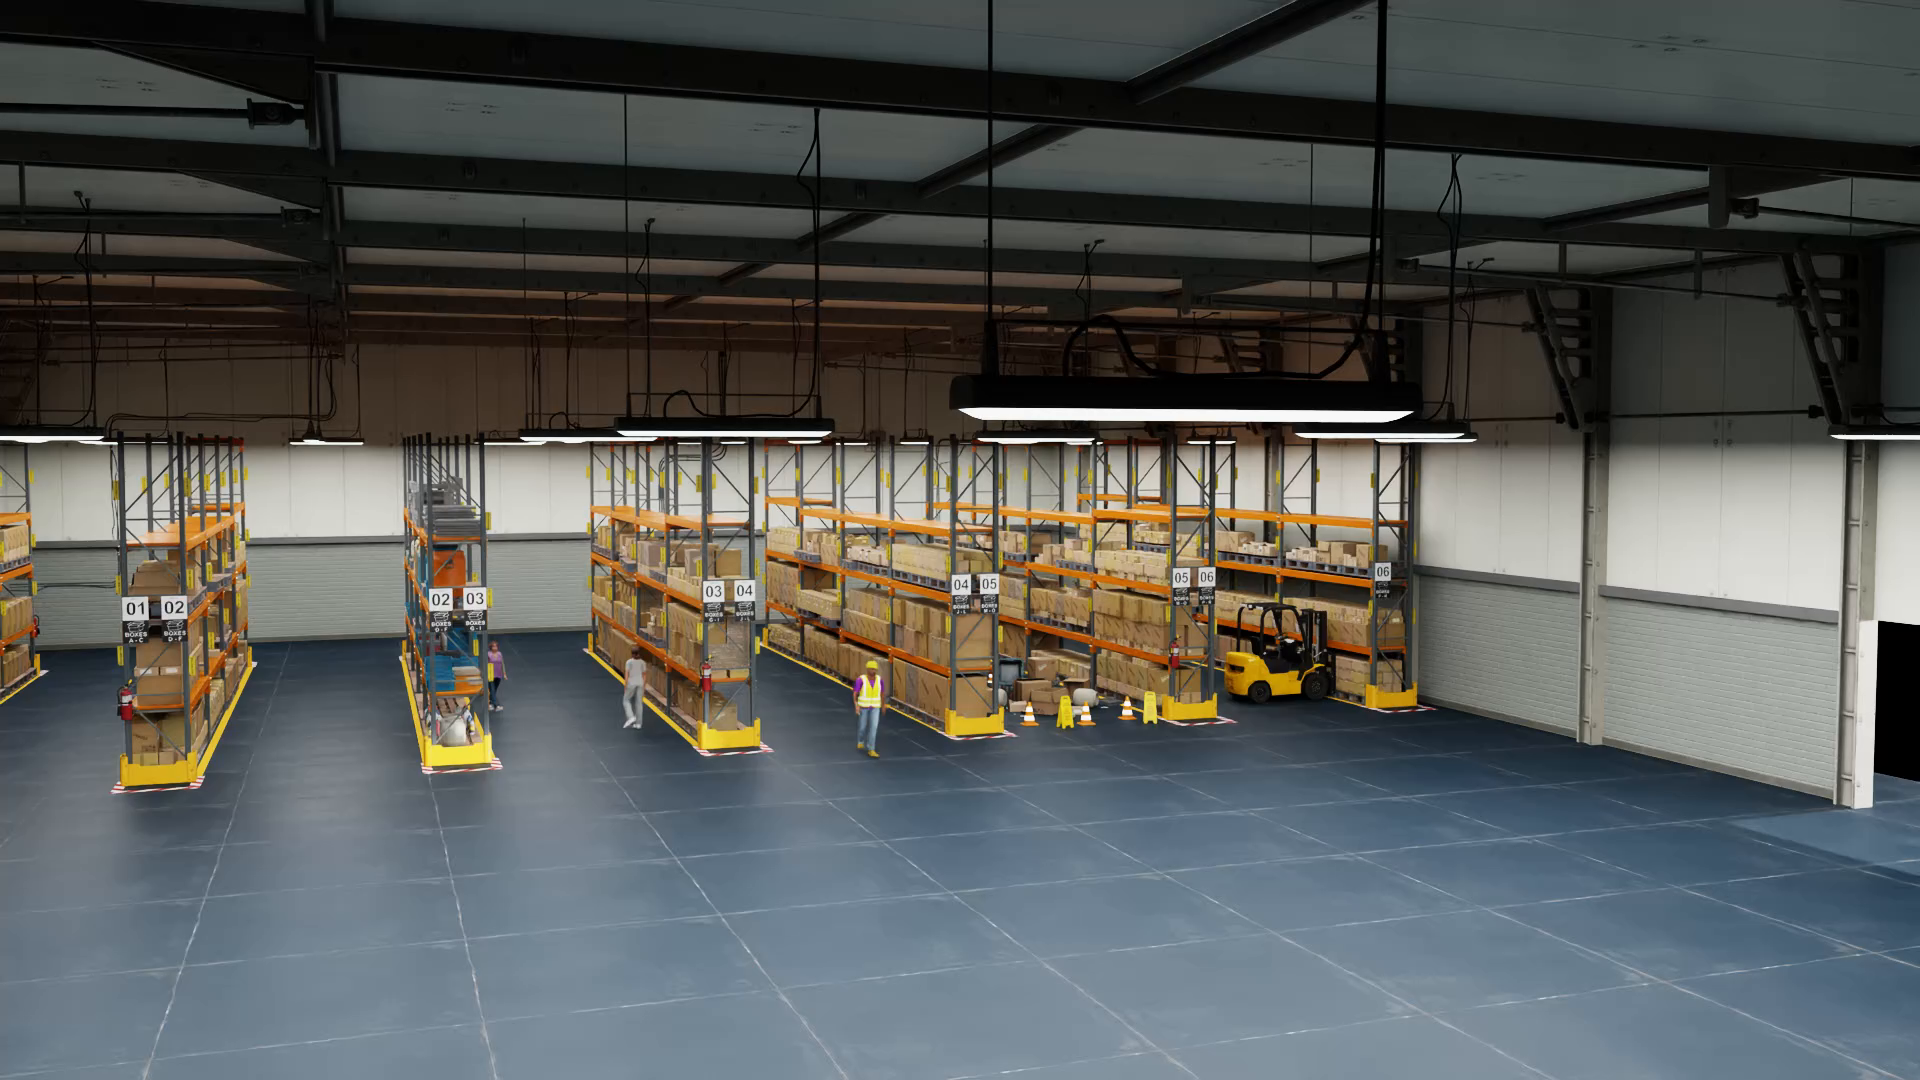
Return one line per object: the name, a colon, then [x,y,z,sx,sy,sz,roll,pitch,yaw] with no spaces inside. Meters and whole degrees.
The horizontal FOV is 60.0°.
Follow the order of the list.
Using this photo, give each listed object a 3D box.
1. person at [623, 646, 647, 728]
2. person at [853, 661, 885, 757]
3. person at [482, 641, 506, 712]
person: [-6.623,2.994,33.906,0.496,1.662,0.473,-2,4,-28]
person: [-1.675,3.133,31.114,0.677,1.738,0.848,-1,3,-21]
person: [-10.016,2.943,35.841,1.017,1.535,0.437,3,4,41]
